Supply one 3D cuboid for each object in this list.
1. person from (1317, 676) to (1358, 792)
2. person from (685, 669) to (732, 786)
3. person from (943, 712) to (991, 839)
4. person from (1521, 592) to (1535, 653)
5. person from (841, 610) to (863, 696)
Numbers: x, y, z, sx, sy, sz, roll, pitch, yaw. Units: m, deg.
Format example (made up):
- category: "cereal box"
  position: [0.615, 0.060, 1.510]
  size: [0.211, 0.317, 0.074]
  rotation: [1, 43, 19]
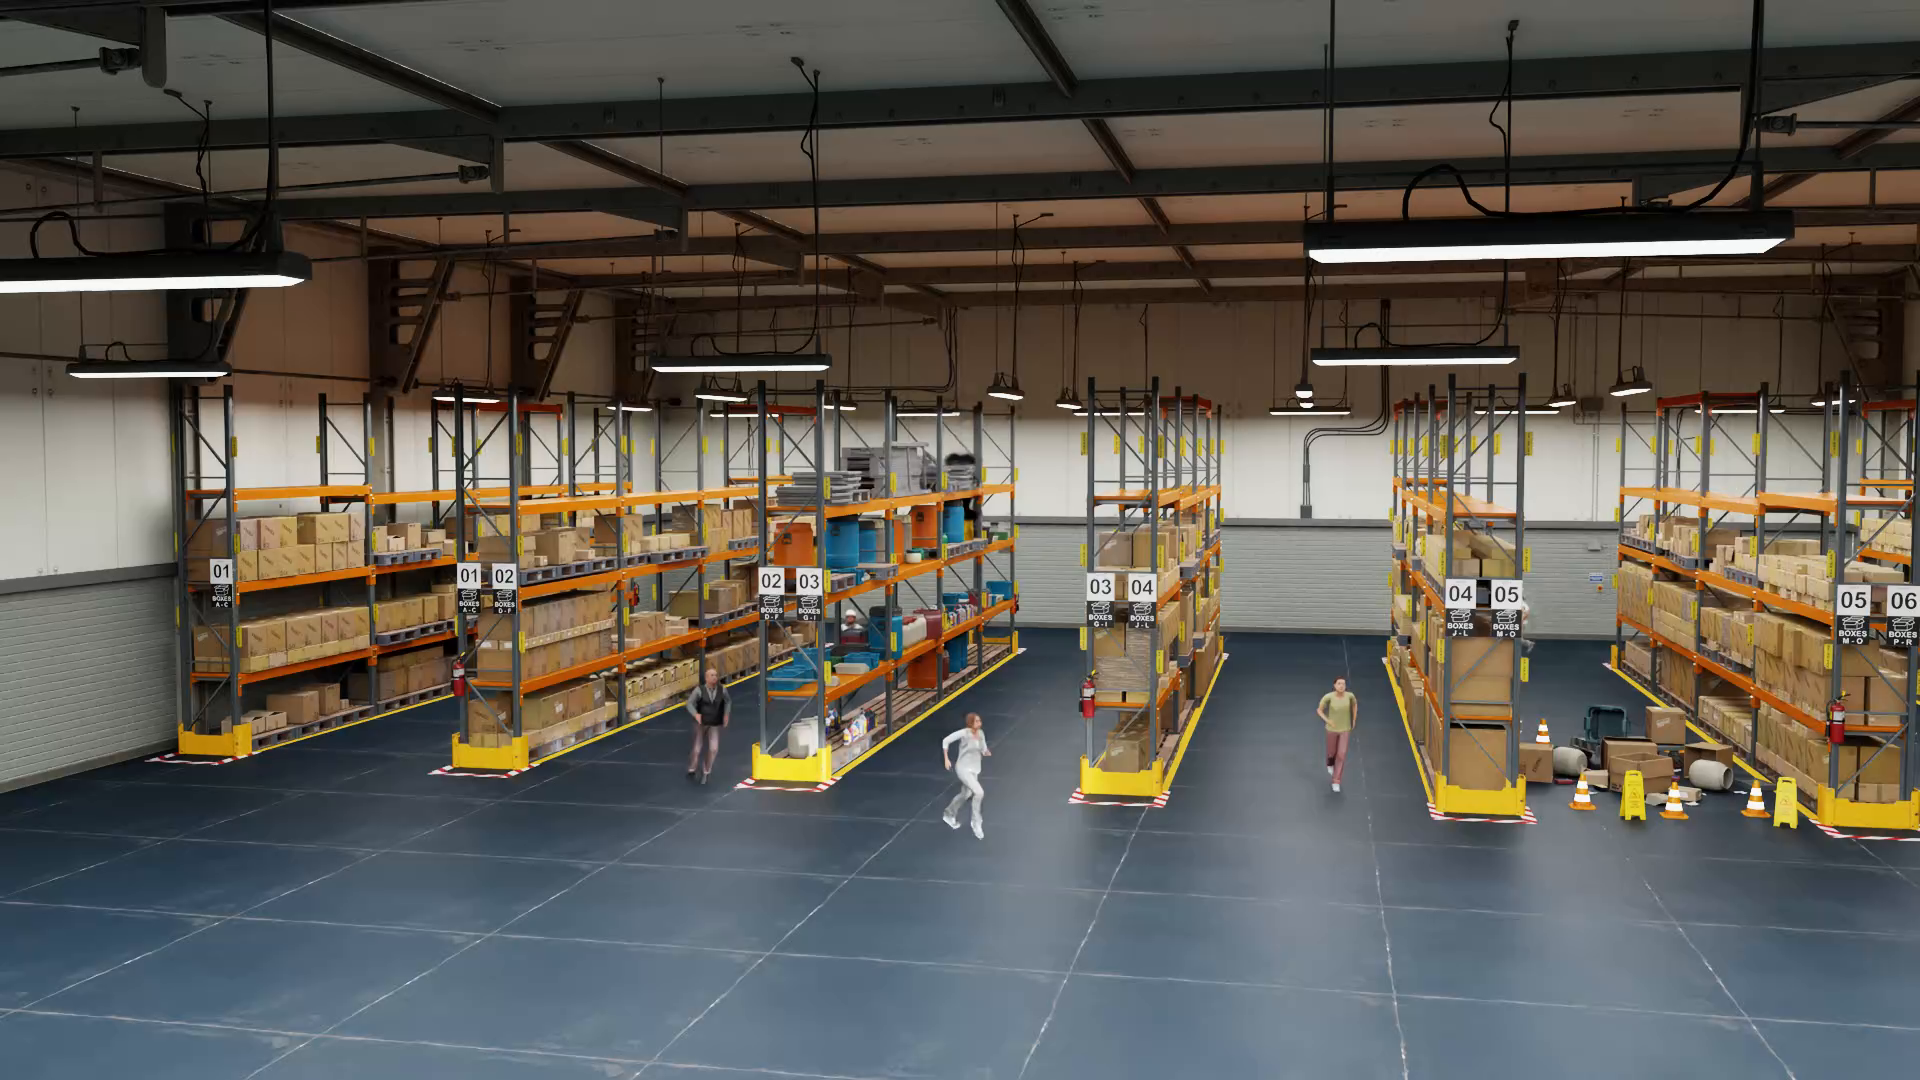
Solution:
- category: "person"
  position: [5.564, 2.812, 24.491]
  size: [0.602, 1.660, 0.920]
  rotation: [0, 3, 3]
- category: "person"
  position: [-3.735, 2.782, 24.782]
  size: [0.713, 1.722, 0.674]
  rotation: [-1, 3, -15]
- category: "person"
  position: [0.082, 3.009, 21.409]
  size: [0.790, 1.615, 0.555]
  rotation: [3, 4, 45]
- category: "person"
  position: [13.202, 2.007, 39.201]
  size: [0.769, 1.655, 0.607]
  rotation: [0, 3, 1]
- category: "person"
  position: [-2.193, 2.264, 33.471]
  size: [0.646, 1.727, 0.580]
  rotation: [0, 3, 5]
